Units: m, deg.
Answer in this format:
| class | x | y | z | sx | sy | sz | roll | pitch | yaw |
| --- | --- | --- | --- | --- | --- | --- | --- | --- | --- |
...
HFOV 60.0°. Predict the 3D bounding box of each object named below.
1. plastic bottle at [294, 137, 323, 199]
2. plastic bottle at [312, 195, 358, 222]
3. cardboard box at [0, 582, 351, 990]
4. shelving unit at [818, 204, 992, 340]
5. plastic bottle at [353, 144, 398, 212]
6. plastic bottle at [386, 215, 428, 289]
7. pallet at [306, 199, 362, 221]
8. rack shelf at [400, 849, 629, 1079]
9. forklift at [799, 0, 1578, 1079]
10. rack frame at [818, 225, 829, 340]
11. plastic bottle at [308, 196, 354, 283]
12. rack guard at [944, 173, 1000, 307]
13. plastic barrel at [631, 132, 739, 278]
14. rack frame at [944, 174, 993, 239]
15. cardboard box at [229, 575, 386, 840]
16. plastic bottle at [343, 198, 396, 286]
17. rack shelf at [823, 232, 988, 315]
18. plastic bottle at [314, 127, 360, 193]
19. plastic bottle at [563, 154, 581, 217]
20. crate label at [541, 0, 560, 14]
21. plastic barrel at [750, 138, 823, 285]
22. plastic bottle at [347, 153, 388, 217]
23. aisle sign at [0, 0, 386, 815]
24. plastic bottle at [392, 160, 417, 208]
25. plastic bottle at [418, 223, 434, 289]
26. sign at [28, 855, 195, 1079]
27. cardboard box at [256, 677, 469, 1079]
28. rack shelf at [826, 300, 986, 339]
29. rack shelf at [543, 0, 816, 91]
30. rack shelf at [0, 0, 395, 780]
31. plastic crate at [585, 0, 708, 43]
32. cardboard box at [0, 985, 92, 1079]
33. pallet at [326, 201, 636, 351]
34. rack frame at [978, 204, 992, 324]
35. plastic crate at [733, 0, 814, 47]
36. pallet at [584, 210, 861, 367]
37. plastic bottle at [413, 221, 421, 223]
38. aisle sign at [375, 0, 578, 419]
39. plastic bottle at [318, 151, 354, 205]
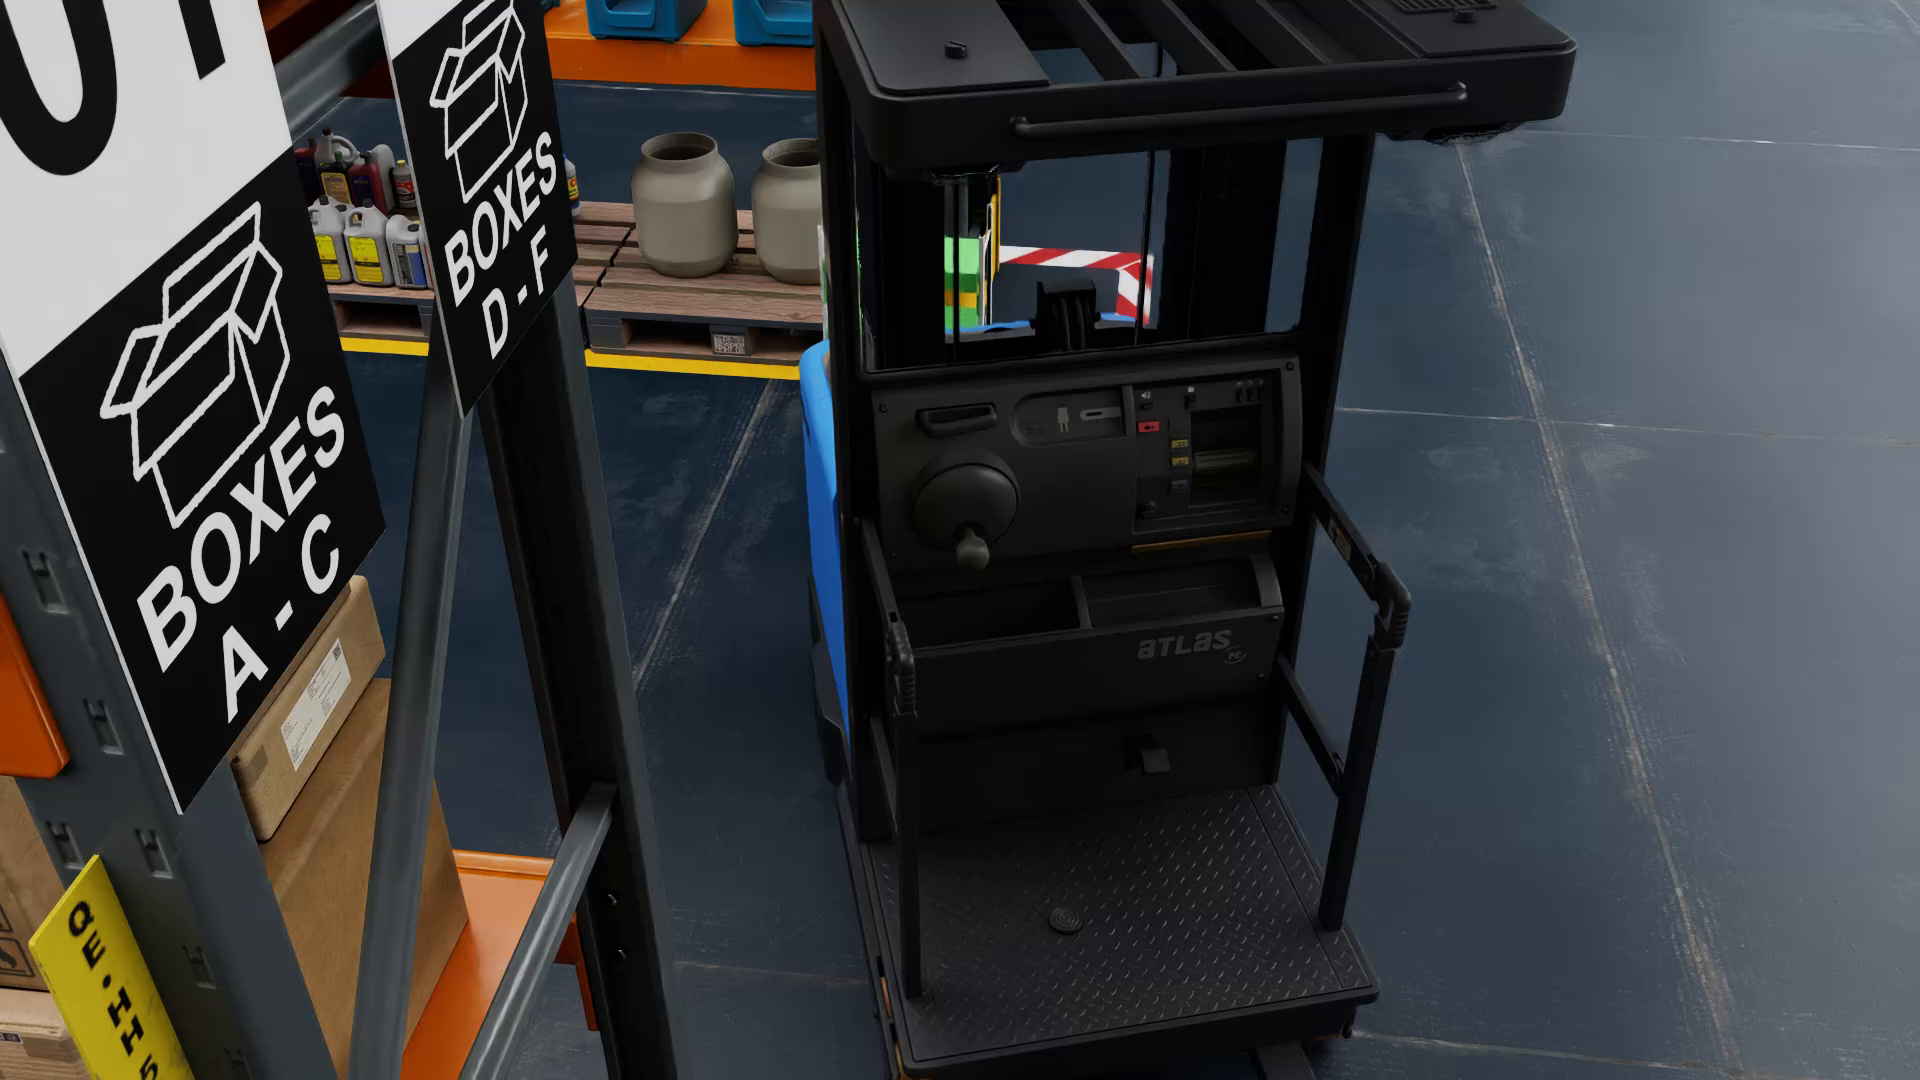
| class | x | y | z | sx | sy | sz | roll | pitch | yaw |
| --- | --- | --- | --- | --- | --- | --- | --- | --- | --- |
| plastic bottle | -2.915 | -1.674 | 7.472 | 0.133 | 0.283 | 0.061 | 7 | 36 | 9 |
| plastic bottle | -2.597 | -1.297 | 6.952 | 0.135 | 0.276 | 0.152 | 4 | 36 | 6 |
| cardboard box | -1.129 | 0.051 | 1.893 | 0.500 | 0.500 | 0.700 | 4 | 36 | 6 |
| shelving unit | -0.164 | -0.501 | 5.419 | 0.503 | 1.200 | 0.258 | 4 | 36 | 6 |
| plastic bottle | -2.601 | -1.620 | 7.404 | 0.135 | 0.276 | 0.152 | 5 | 36 | 7 |
| plastic bottle | -2.242 | -1.186 | 6.796 | 0.135 | 0.276 | 0.152 | 3 | 36 | 5 |
| pallet | -3.287 | -1.275 | 7.355 | 1.213 | 0.211 | 1.003 | 4 | 36 | 6 |
| rack shelf | -2.599 | 0.811 | 2.651 | 4.000 | 0.370 | 1.077 | 4 | 36 | 6 |
| forklift | 0.324 | -0.102 | 3.370 | 1.130 | 2.935 | 3.031 | -7 | 36 | -9 |
| rack frame | -0.406 | -0.519 | 5.444 | 0.015 | 1.200 | 0.240 | 4 | 36 | 6 |
| plastic bottle | -2.591 | -1.241 | 6.808 | 0.185 | 0.351 | 0.144 | 4 | 36 | 6 |
| rack guard | -0.062 | -1.149 | 6.930 | 0.348 | 0.500 | 1.175 | 4 | 36 | 6 |
| plastic barrel | -1.140 | -1.388 | 6.893 | 0.421 | 0.512 | 0.421 | 0 | 36 | 0 |
| rack frame | 0.020 | -2.188 | 6.234 | 0.127 | 3.000 | 1.000 | 4 | 36 | 6 |
| cardboard box | -0.977 | 0.208 | 2.232 | 0.250 | 0.149 | 0.380 | 4 | 36 | 6 |
| plastic bottle | -2.407 | -1.227 | 6.788 | 0.185 | 0.351 | 0.144 | 6 | 36 | 8 |
| rack shelf | -0.164 | -0.839 | 5.177 | 0.480 | 0.148 | 0.258 | 4 | 36 | 6 |
| plastic bottle | -2.761 | -1.665 | 7.403 | 0.185 | 0.351 | 0.144 | 4 | 36 | 6 |
| plastic bottle | -1.739 | -1.570 | 7.338 | 0.097 | 0.271 | 0.097 | 0 | 36 | 0 |
| crate label | -1.840 | -2.183 | 6.196 | 0.616 | 0.435 | 0.502 | 4 | 36 | 6 |
| plastic barrel | -0.643 | -1.351 | 6.841 | 0.421 | 0.512 | 0.421 | 0 | 36 | 0 |
| plastic bottle | -2.614 | -1.562 | 7.316 | 0.133 | 0.283 | 0.061 | 4 | 36 | 6 |
| aisle sign | -0.587 | -0.218 | 1.236 | 0.004 | 0.787 | 0.394 | 4 | 36 | 6 |
| plastic bottle | -2.480 | -1.597 | 7.436 | 0.097 | 0.201 | 0.097 | 0 | 36 | 0 |
| plastic bottle | -2.104 | -1.176 | 6.782 | 0.135 | 0.276 | 0.152 | 5 | 36 | 6 |
| sign | -0.698 | 0.410 | 1.393 | 0.005 | 0.325 | 0.100 | 4 | 36 | 6 |
| cardboard box | -1.076 | 0.583 | 2.265 | 0.500 | 0.500 | 0.700 | 4 | 36 | 6 |
| rack shelf | -0.164 | -0.644 | 5.316 | 0.480 | 0.148 | 0.258 | 4 | 36 | 6 |
| rack shelf | -1.964 | -2.043 | 6.650 | 4.000 | 0.370 | 1.077 | 4 | 36 | 6 |
| rack shelf | -2.599 | -0.410 | 1.780 | 4.000 | 0.370 | 1.077 | 4 | 36 | 6 |
| plastic crate | -1.158 | -2.043 | 6.159 | 0.408 | 0.251 | 0.499 | 4 | 36 | 6 |
| cardboard box | -1.018 | 0.443 | 1.903 | 0.250 | 0.149 | 0.380 | 4 | 36 | 5 |
| pallet | -2.073 | -1.186 | 7.231 | 1.213 | 0.211 | 1.003 | 4 | 36 | 6 |
| rack frame | 0.078 | -0.483 | 5.393 | 0.015 | 1.200 | 0.240 | 4 | 36 | 6 |
| plastic crate | -0.515 | -1.992 | 6.087 | 0.616 | 0.251 | 0.499 | 4 | 36 | 6 |
| pallet | -0.867 | -1.095 | 7.102 | 1.213 | 0.211 | 1.003 | 4 | 36 | 6 |
| plastic bottle | -2.244 | -1.229 | 6.921 | 0.097 | 0.201 | 0.097 | 0 | 36 | 0 |
| aisle sign | -0.511 | -0.564 | 1.720 | 0.004 | 0.787 | 0.394 | 4 | 36 | 6 |
| plastic bottle | -2.749 | -1.577 | 7.337 | 0.133 | 0.283 | 0.061 | 4 | 36 | 6 |
